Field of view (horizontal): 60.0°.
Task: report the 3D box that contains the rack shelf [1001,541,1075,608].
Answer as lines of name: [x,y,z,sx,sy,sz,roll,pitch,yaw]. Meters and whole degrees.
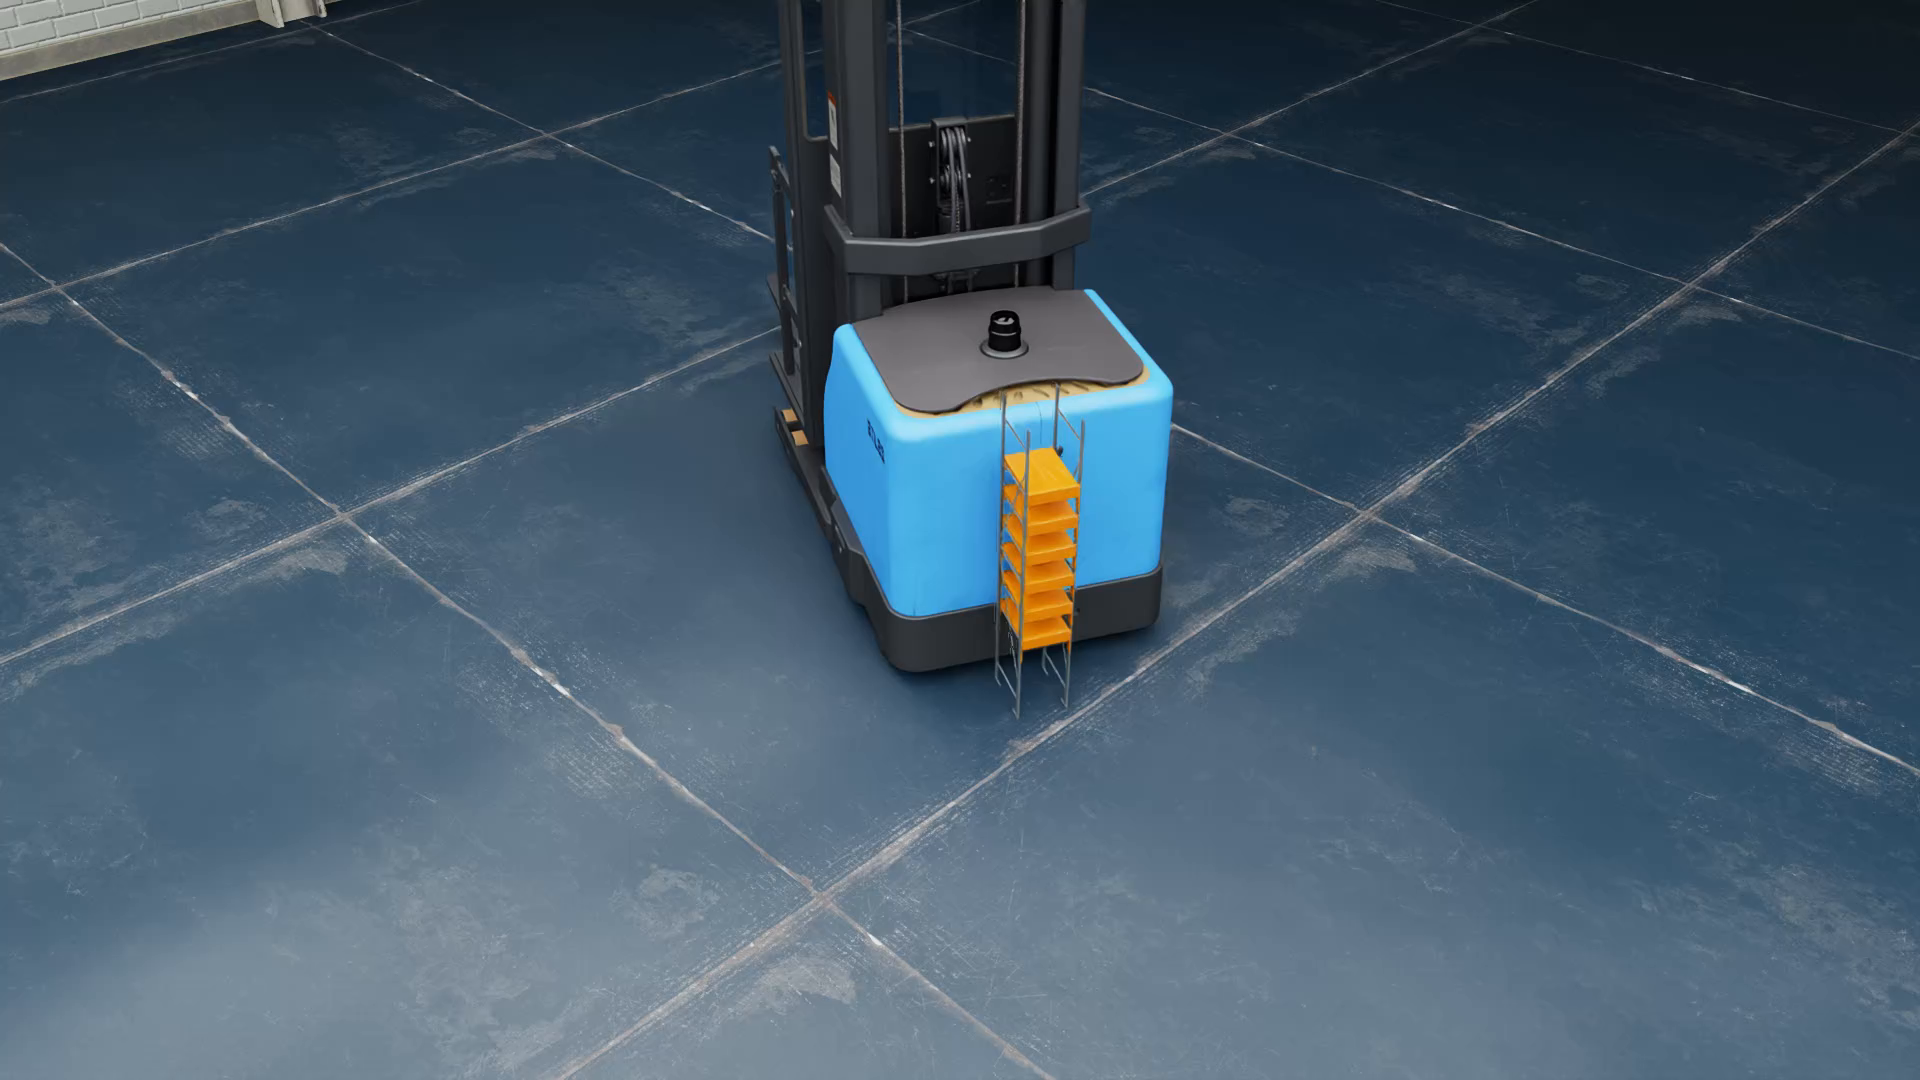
rack shelf: [0.258,0.100,5.629,0.180,0.103,0.258,-11,38,-15]

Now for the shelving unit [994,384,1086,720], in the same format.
shelving unit: [0.258,0.064,5.602,0.189,1.200,0.258,-11,38,-15]

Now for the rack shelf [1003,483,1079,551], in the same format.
rack shelf: [0.260,-0.093,5.486,0.180,0.103,0.258,-11,38,-15]

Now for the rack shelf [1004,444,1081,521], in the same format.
rack shelf: [0.261,-0.190,5.415,0.180,0.103,0.258,-11,38,-15]

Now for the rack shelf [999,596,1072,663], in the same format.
rack shelf: [0.255,0.293,5.771,0.180,0.103,0.258,-11,38,-15]

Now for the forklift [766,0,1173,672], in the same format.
forklift: [-0.181,-1.571,6.440,1.130,2.935,3.031,-10,36,-14]

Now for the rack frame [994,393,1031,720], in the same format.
rack frame: [0.171,0.081,5.578,0.006,1.200,0.240,-11,38,-15]

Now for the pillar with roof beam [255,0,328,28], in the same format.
pillar with roof beam: [-1.876,-5.821,7.230,9.100,9.000,0.400,30,45,35]

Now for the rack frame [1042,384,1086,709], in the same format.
rack frame: [0.345,0.047,5.626,0.006,1.200,0.240,-11,38,-15]

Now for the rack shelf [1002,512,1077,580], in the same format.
rack shelf: [0.259,0.003,5.557,0.180,0.103,0.258,-11,38,-15]

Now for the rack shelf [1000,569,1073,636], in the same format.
rack shelf: [0.256,0.196,5.700,0.180,0.103,0.258,-11,38,-15]
